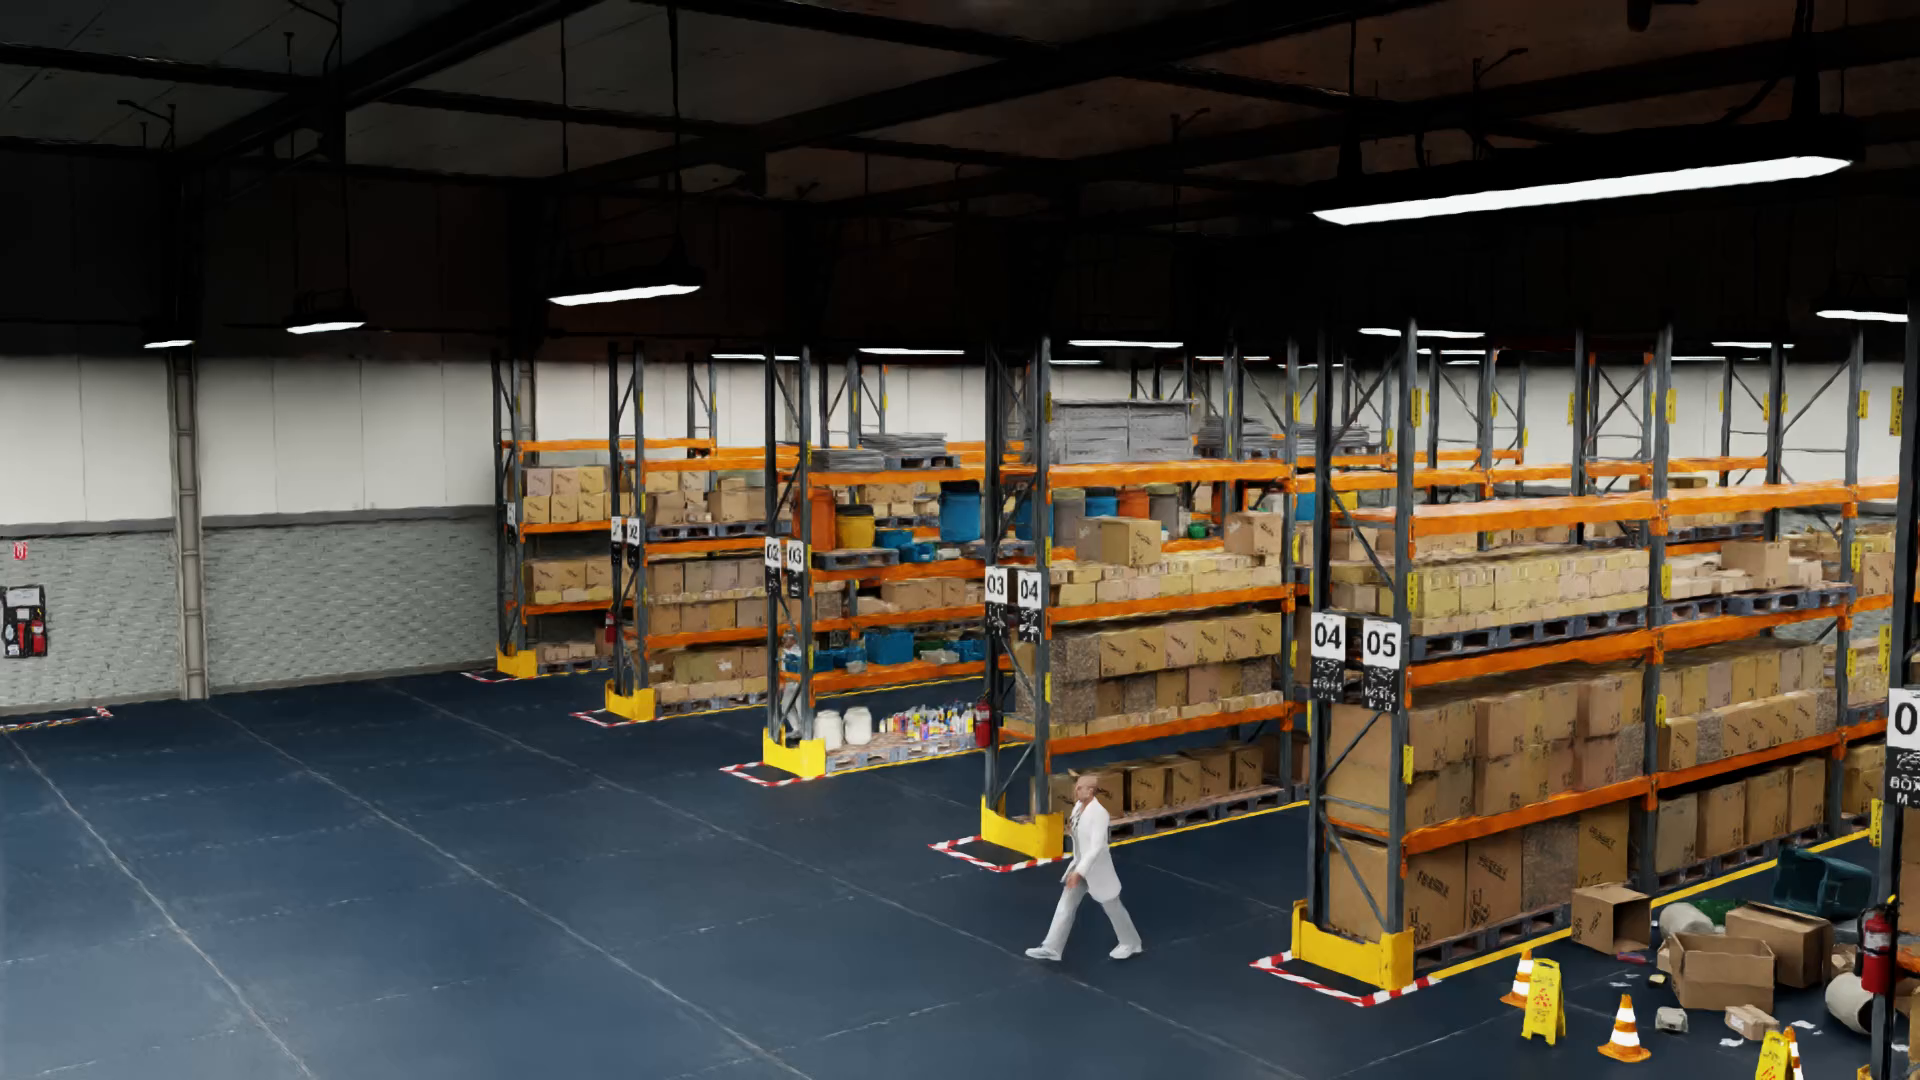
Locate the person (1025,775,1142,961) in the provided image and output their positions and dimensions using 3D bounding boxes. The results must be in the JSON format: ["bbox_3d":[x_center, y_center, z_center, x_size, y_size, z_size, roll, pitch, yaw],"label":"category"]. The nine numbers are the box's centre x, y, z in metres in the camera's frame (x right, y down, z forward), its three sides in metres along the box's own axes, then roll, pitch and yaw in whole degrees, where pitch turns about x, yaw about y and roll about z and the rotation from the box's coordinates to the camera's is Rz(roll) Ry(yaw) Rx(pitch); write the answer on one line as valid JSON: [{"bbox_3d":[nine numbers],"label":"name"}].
[{"bbox_3d":[1.157,2.972,15.061,1.102,1.716,0.573,-3,6,-28],"label":"person"}]

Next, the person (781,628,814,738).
[{"bbox_3d":[-2.417,2.143,24.737,0.542,1.715,0.679,-4,6,-38],"label":"person"}]
